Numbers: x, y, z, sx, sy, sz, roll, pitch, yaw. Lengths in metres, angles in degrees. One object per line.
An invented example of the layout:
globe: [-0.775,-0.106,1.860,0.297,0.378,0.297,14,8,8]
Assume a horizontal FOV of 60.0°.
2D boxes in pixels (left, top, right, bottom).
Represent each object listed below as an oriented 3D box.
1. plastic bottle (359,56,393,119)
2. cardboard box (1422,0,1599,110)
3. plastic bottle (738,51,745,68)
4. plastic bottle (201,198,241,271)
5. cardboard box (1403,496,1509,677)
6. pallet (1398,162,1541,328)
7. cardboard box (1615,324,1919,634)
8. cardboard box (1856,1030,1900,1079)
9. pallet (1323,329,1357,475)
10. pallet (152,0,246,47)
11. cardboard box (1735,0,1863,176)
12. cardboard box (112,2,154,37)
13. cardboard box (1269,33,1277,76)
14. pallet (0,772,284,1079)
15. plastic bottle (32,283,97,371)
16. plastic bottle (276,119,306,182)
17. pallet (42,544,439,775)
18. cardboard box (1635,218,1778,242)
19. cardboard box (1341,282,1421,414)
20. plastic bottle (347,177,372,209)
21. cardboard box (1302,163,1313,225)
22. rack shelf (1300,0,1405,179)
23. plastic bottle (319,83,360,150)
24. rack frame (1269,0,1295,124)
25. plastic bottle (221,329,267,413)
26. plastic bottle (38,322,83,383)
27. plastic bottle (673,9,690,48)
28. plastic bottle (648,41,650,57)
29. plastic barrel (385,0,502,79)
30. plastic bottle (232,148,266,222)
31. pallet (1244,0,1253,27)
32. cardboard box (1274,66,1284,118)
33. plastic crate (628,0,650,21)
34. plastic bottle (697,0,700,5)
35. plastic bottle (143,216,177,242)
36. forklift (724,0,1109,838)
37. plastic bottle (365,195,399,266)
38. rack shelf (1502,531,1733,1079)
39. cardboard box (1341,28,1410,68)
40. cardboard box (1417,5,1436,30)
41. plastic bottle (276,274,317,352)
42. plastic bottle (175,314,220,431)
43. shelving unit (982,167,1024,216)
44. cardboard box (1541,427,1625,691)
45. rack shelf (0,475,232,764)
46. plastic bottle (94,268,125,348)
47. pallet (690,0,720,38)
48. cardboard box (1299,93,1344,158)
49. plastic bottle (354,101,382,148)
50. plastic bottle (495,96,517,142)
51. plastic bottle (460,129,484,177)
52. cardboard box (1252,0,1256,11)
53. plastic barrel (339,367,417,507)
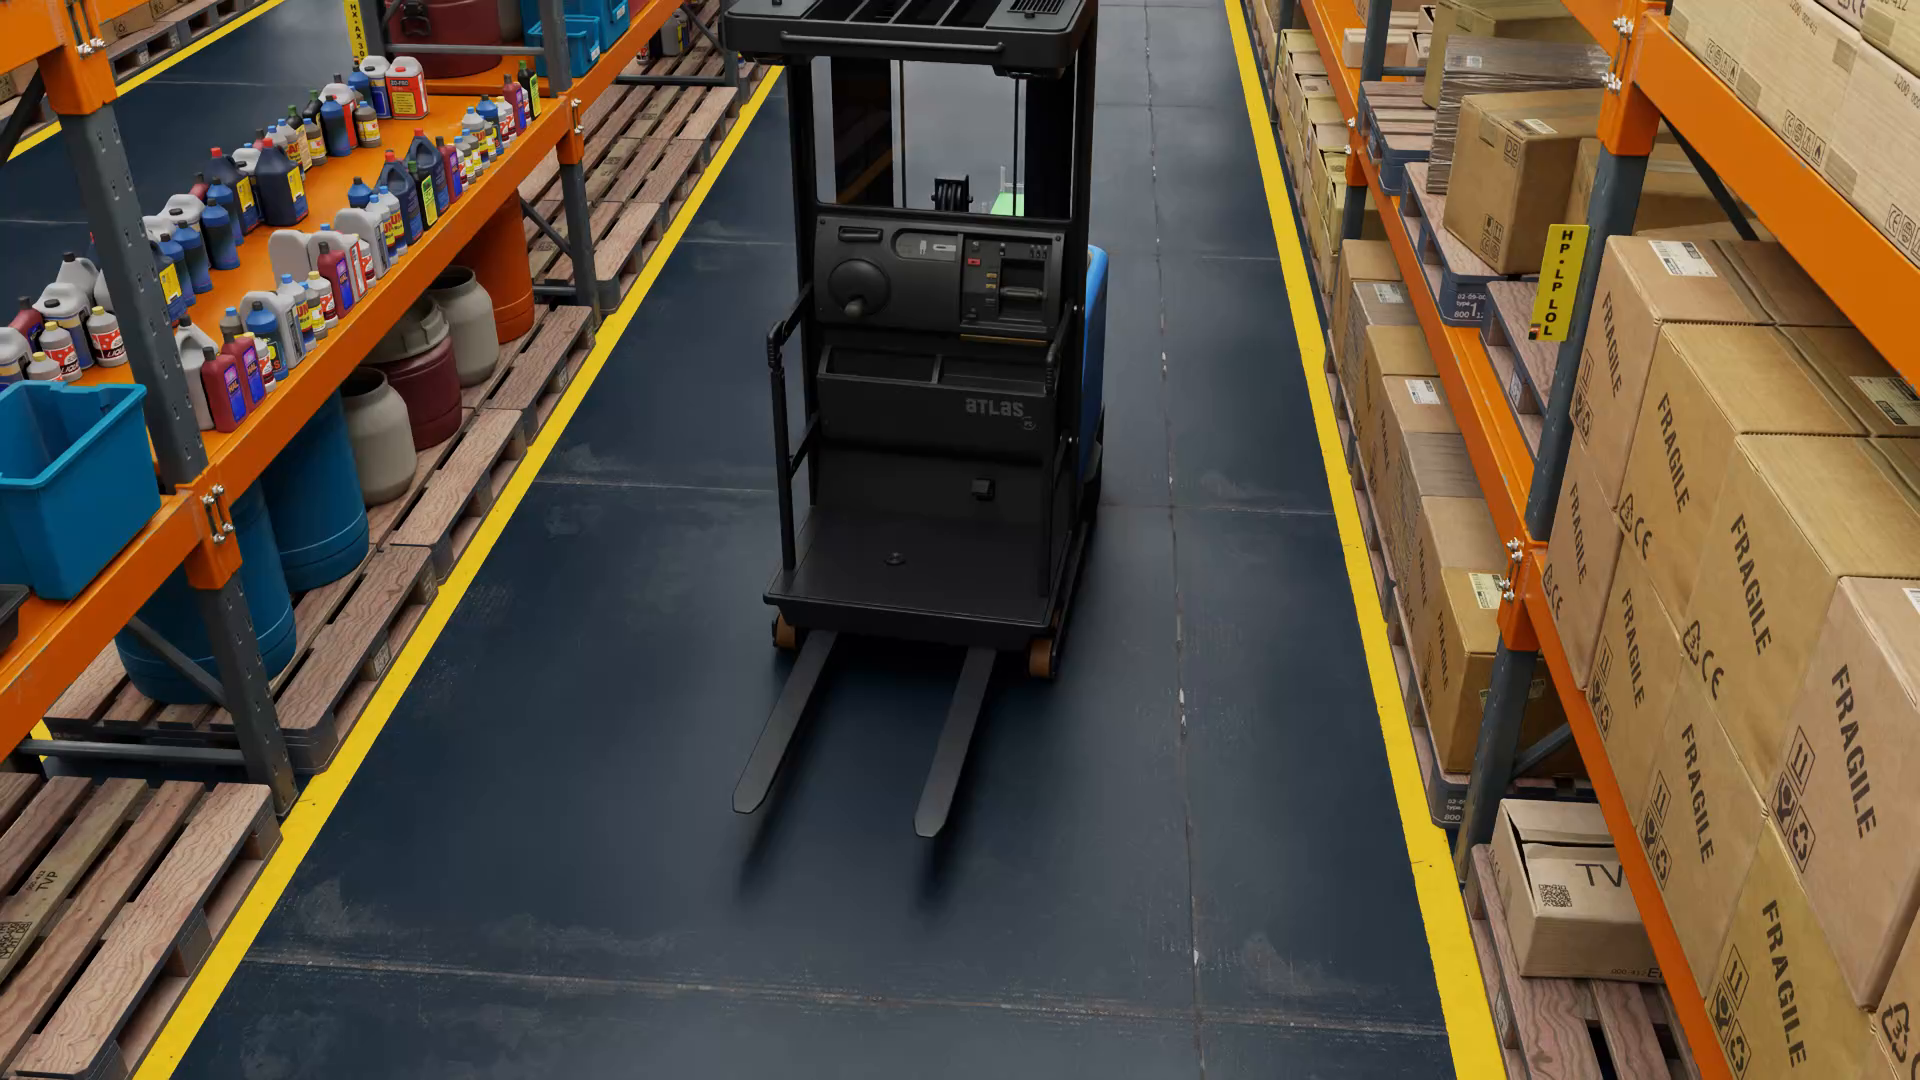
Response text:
plastic bottle: [-2.839,-2.200,8.079,0.152,0.276,0.135,2,32,4]
cardboard box: [2.516,-2.139,7.366,0.700,0.500,0.500,-8,33,-13]
plastic bottle: [-1.693,-3.731,12.626,0.097,0.271,0.097,0,32,0]
plastic bottle: [-2.871,-1.190,6.444,0.097,0.271,0.097,0,32,0]
cardboard box: [1.933,0.188,6.049,0.500,0.500,0.500,3,32,4]
pallet: [2.302,-1.153,6.445,1.003,0.211,1.213,2,32,4]
cardboard box: [1.769,-0.124,3.544,0.500,0.500,0.500,2,32,2]
cardboard box: [1.654,1.111,2.493,0.500,0.500,0.500,3,32,4]
pallet: [2.357,-0.676,8.146,1.003,0.211,1.213,2,32,4]
pallet: [-6.976,-4.574,14.471,1.003,0.211,1.213,2,32,4]
cardboard box: [1.799,-0.868,3.084,0.500,0.250,0.500,2,32,4]
cardboard box: [-6.981,-4.391,13.498,0.500,0.500,0.500,13,34,19]
cardboard box: [2.601,-3.604,12.459,0.500,0.250,0.500,2,32,4]
pallet: [-2.828,1.199,5.103,1.003,0.211,1.213,2,32,4]
plastic bottle: [-3.067,-0.732,5.697,0.152,0.276,0.135,2,32,4]
plastic bottle: [-2.943,-1.706,7.282,0.097,0.271,0.097,0,32,0]
pallet: [-2.703,0.412,6.381,1.003,0.211,1.213,2,32,4]
cardboard box: [2.391,-0.620,4.901,0.700,0.500,0.500,-8,33,-13]
cardboard box: [2.096,-0.875,7.774,0.500,0.500,0.500,1,32,2]
plastic bottle: [-2.386,-1.318,6.652,0.097,0.271,0.097,0,32,0]
cardboard box: [2.337,-2.078,9.984,0.500,0.250,0.500,3,32,5]
rack shelf: [2.618,-2.991,9.931,1.077,0.370,4.000,2,32,4]
plastic bottle: [-2.876,-1.958,7.687,0.152,0.276,0.135,2,32,4]
rack frame: [2.781,-4.344,11.439,1.000,3.000,0.127,2,32,4]
plastic bottle: [-2.341,-0.567,5.423,0.061,0.283,0.133,2,32,4]
plastic bottle: [-3.043,-0.638,5.616,0.097,0.201,0.097,0,32,0]
plastic bottle: [-2.225,-4.041,13.125,0.152,0.276,0.135,2,32,4]
plastic bottle: [-2.445,-3.854,12.814,0.061,0.283,0.133,4,32,6]
plastic barrel: [-2.745,-2.779,8.771,0.600,0.536,0.708,2,32,4]
plastic bottle: [-2.952,-1.475,6.903,0.152,0.276,0.135,2,32,4]
pallet: [3.086,-4.846,14.913,1.003,0.211,1.213,2,32,4]
cardboard box: [2.501,-3.151,11.725,0.500,0.250,0.500,2,32,3]
plastic crate: [-2.045,-3.325,9.725,0.402,0.464,0.583,2,32,4]
plastic bottle: [-2.288,-4.740,14.263,0.097,0.271,0.097,0,32,0]
plastic bottle: [-3.015,-1.066,6.239,0.152,0.276,0.135,2,32,4]
forklift: [-0.120,-0.925,5.957,1.130,2.935,3.031,6,32,9]
plastic bottle: [-2.259,-1.210,6.477,0.097,0.271,0.097,0,32,0]
rack shelf: [1.967,1.192,3.143,1.077,0.370,4.000,2,32,4]
cardboard box: [2.253,-2.627,8.893,0.380,0.149,0.250,2,32,4]
cardboard box: [2.721,-2.673,8.814,0.500,0.311,0.500,2,32,3]
plastic bottle: [-2.323,-0.796,5.805,0.097,0.271,0.097,0,32,0]
plastic bottle: [-2.452,-0.544,5.321,0.144,0.351,0.185,2,32,4]
shelving unit: [0.265,-1.102,7.894,0.258,1.200,0.503,6,32,9]
cardboard box: [1.817,0.052,4.211,0.500,0.500,0.500,3,32,5]
rack shelf: [-2.970,0.978,3.489,1.077,0.370,4.000,2,32,4]
plastic bottle: [-2.915,-0.841,5.803,0.144,0.351,0.185,2,32,4]
pallet: [-1.963,-4.359,14.122,1.003,0.211,1.213,2,32,4]
cardboard box: [2.375,-2.581,10.265,0.500,0.311,0.500,3,32,5]
plastic bottle: [-2.750,-1.931,7.713,0.097,0.201,0.097,0,32,0]
plastic bottle: [-2.135,-1.971,7.778,0.097,0.201,0.097,0,32,0]
plastic bottle: [-2.175,-1.716,7.365,0.097,0.201,0.097,0,32,0]
cardboard box: [2.763,-4.649,14.156,0.500,0.250,0.500,2,32,4]
plastic barrel: [-2.553,-0.439,7.074,0.421,0.512,0.421,0,32,0]
